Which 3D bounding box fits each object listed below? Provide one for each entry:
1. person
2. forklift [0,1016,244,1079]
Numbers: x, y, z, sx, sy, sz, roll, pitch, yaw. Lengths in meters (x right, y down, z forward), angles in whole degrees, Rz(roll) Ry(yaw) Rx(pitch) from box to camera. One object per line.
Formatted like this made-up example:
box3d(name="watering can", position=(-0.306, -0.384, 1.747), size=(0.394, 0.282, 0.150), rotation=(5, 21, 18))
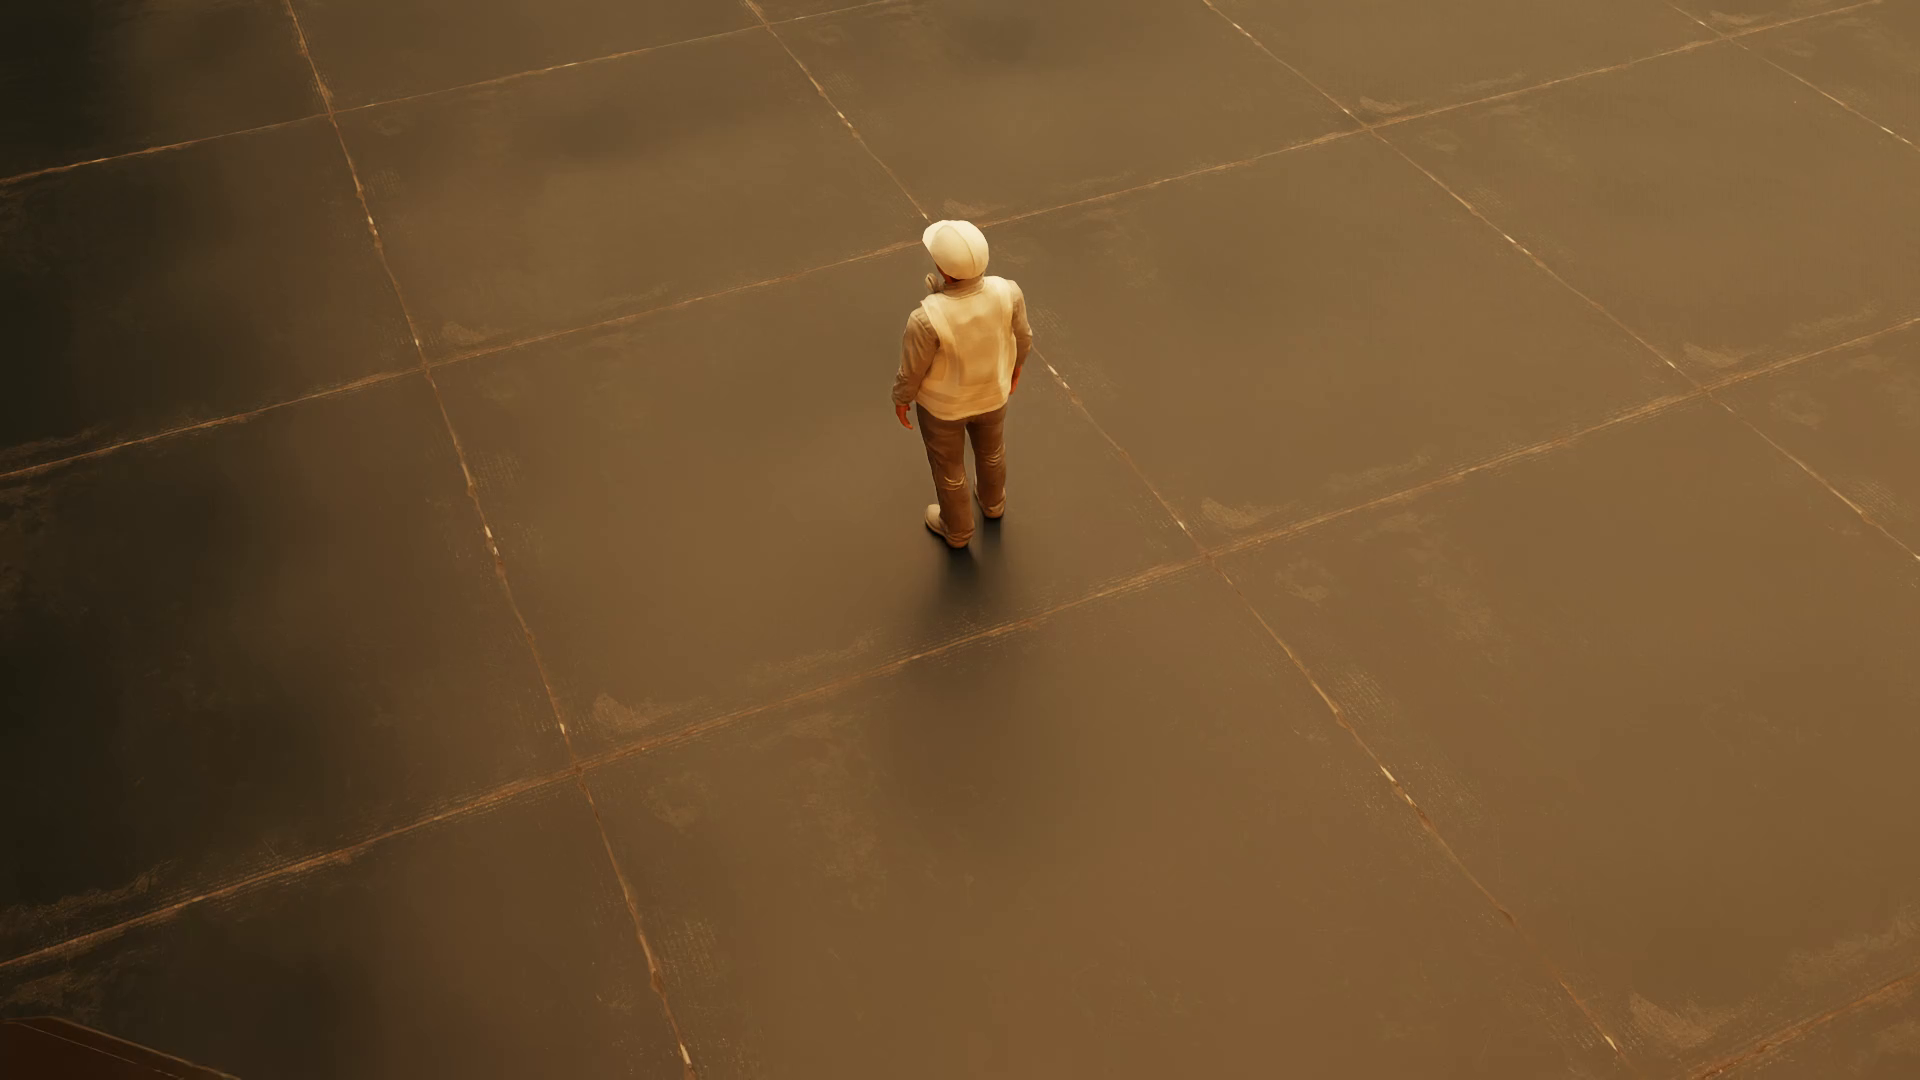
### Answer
box3d(name="person", position=(-0.020, -0.695, 7.262), size=(0.633, 1.775, 0.566), rotation=(-18, 46, -18))
box3d(name="forklift", position=(-1.603, 2.370, 3.141), size=(1.130, 2.935, 3.031), rotation=(13, 44, 13))
